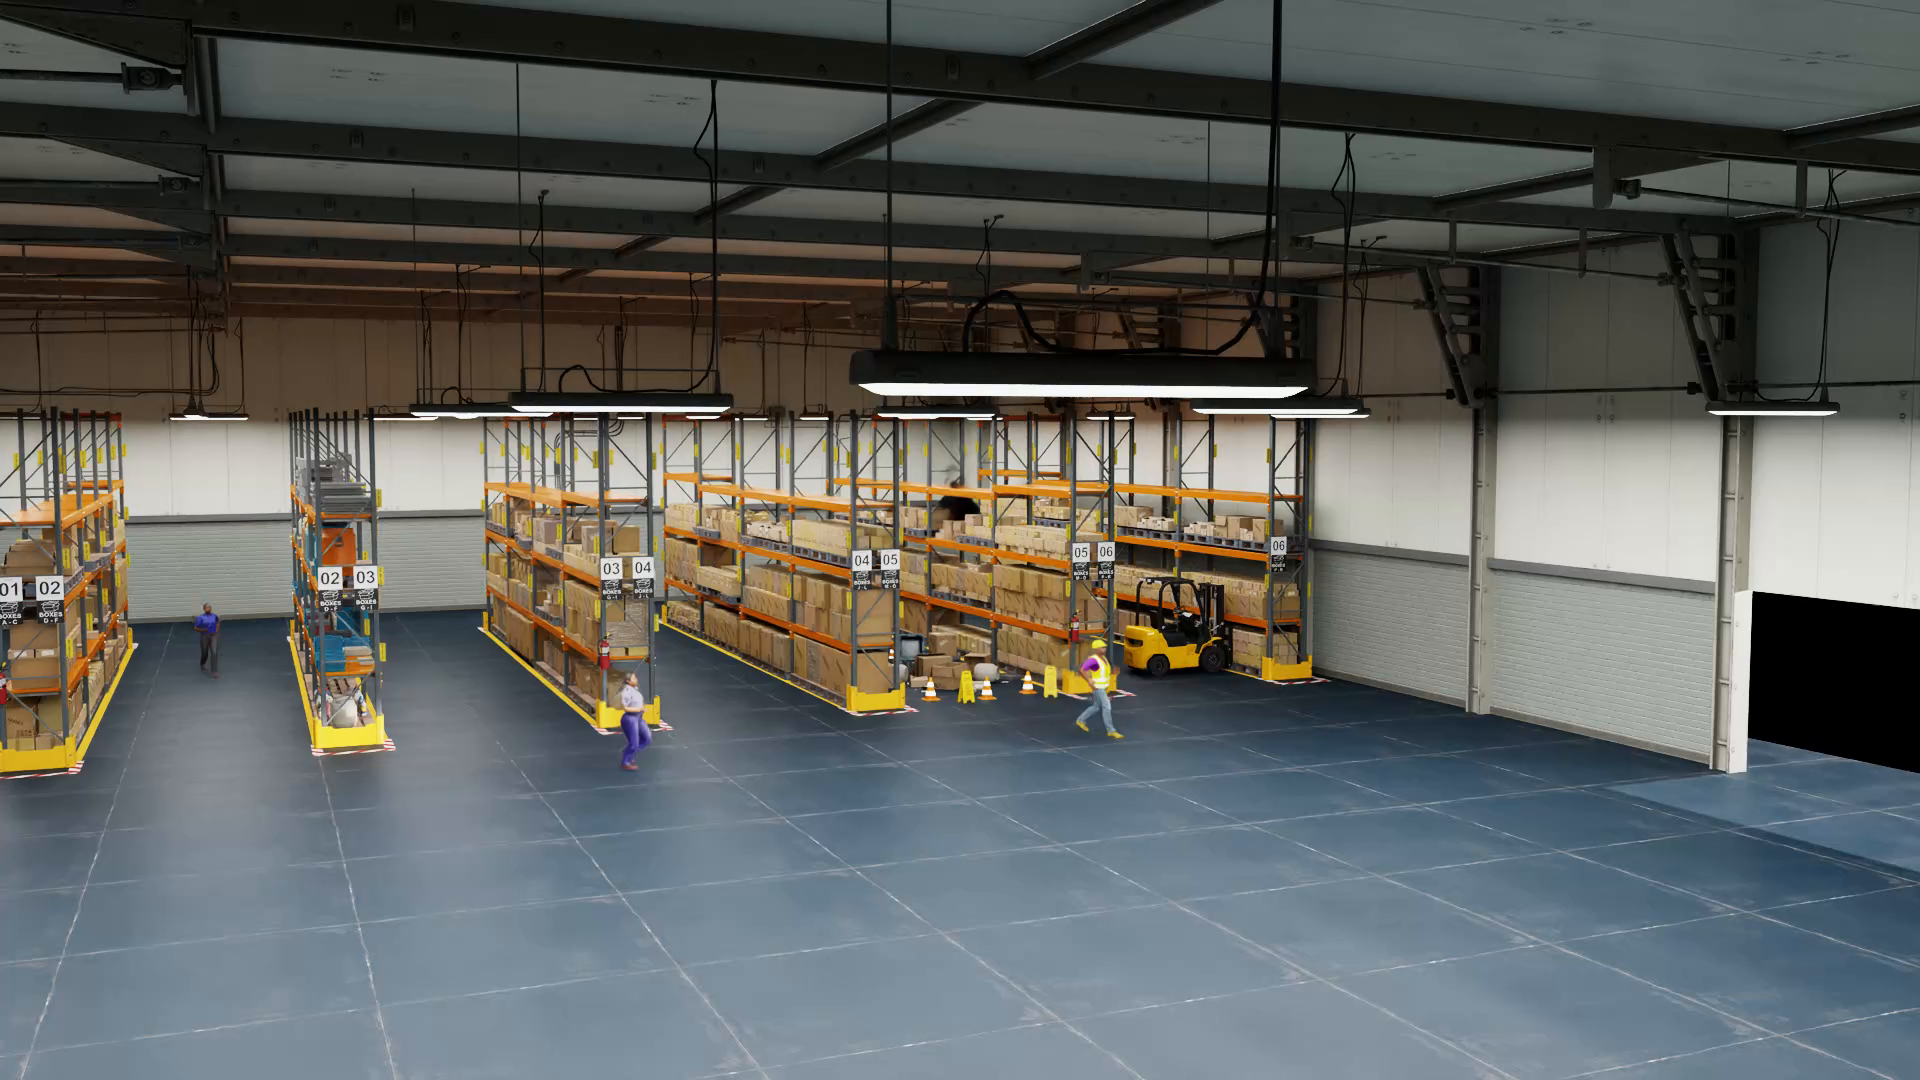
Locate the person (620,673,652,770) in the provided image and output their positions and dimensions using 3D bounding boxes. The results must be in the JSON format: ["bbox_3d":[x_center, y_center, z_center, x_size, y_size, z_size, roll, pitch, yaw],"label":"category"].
[{"bbox_3d":[-5.348,2.992,27.469,0.559,1.596,0.592,1,4,9],"label":"person"}]

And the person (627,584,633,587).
[{"bbox_3d":[-9.770,1.486,48.372,0.936,1.702,0.841,-3,5,-33],"label":"person"}]

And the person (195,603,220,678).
[{"bbox_3d":[-17.016,2.250,37.652,0.581,1.658,0.920,-3,5,-38],"label":"person"}]

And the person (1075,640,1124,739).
[{"bbox_3d":[2.543,2.692,30.252,0.982,1.757,0.700,2,4,23],"label":"person"}]
